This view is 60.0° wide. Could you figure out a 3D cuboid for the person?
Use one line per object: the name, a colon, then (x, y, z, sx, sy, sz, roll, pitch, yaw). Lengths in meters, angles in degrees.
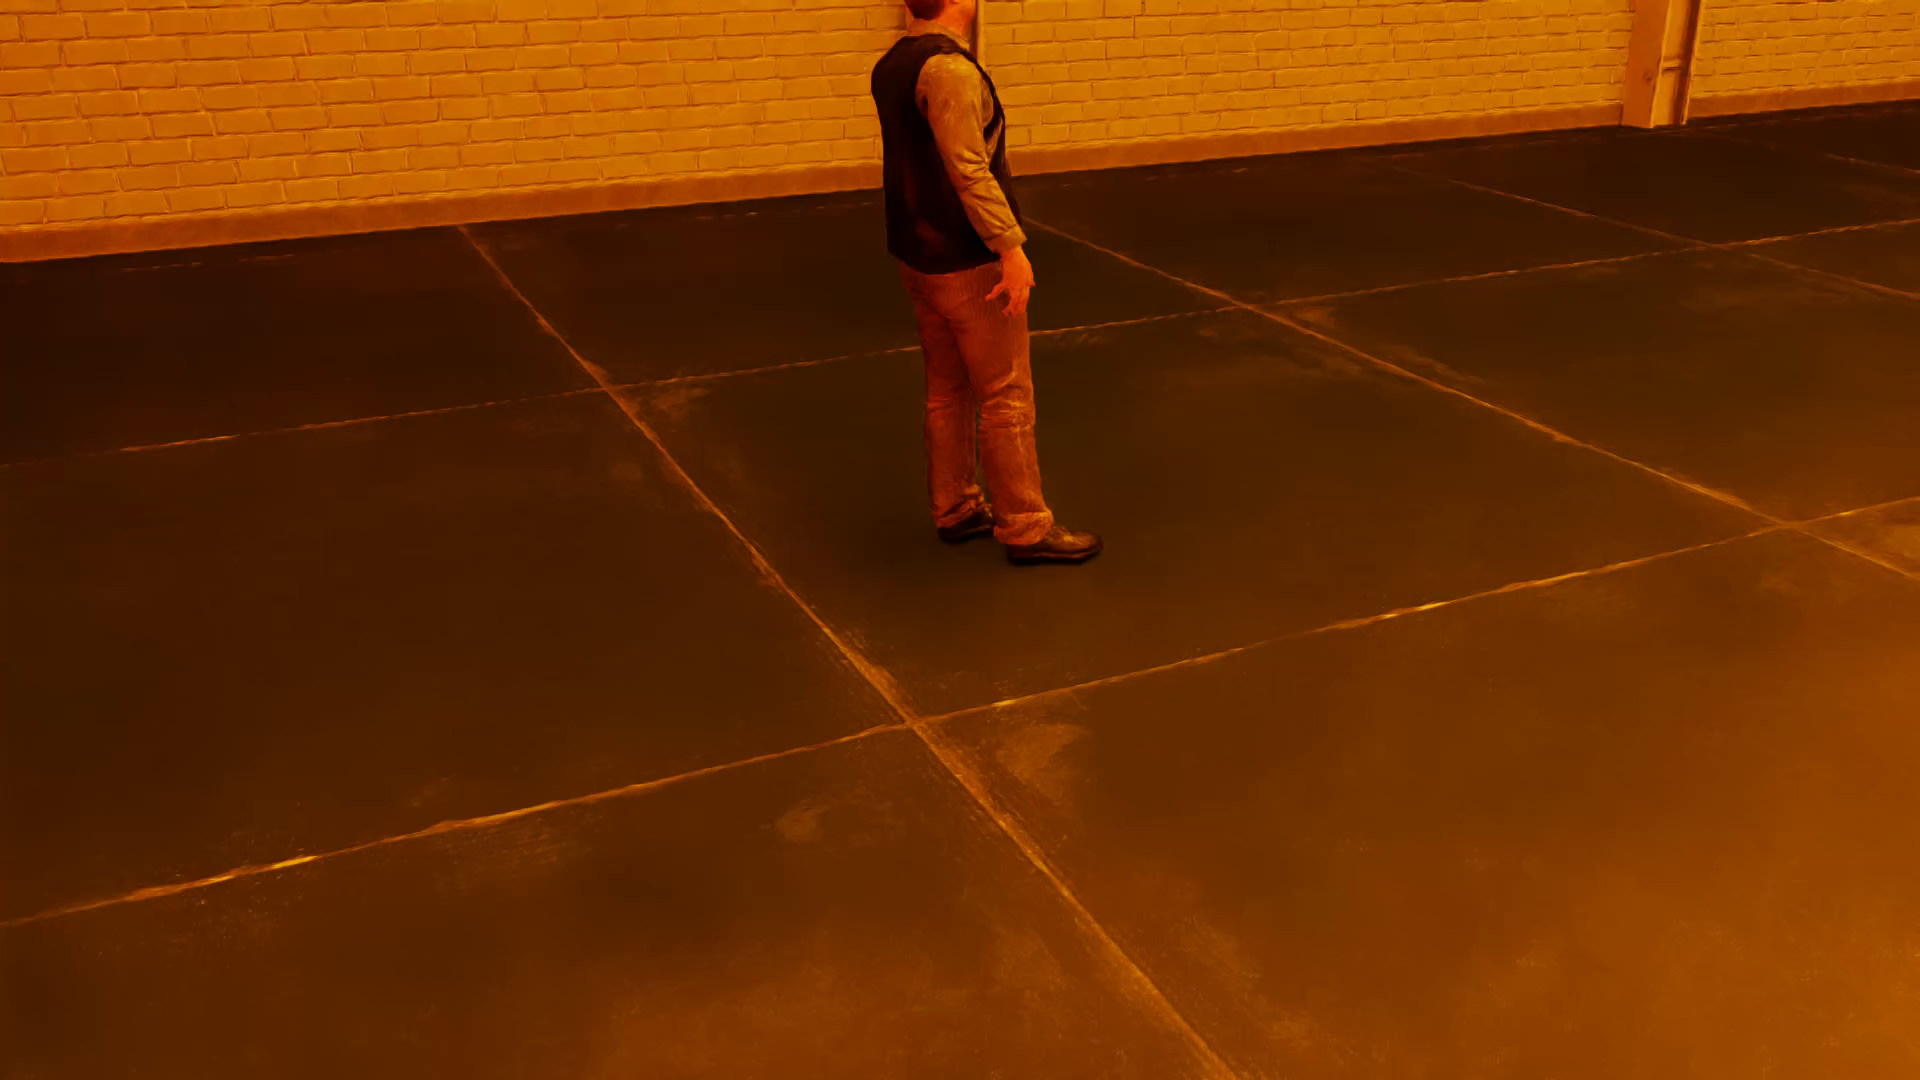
person: (0.060, -0.809, 4.791, 0.567, 1.720, 0.632, -10, 25, -23)
